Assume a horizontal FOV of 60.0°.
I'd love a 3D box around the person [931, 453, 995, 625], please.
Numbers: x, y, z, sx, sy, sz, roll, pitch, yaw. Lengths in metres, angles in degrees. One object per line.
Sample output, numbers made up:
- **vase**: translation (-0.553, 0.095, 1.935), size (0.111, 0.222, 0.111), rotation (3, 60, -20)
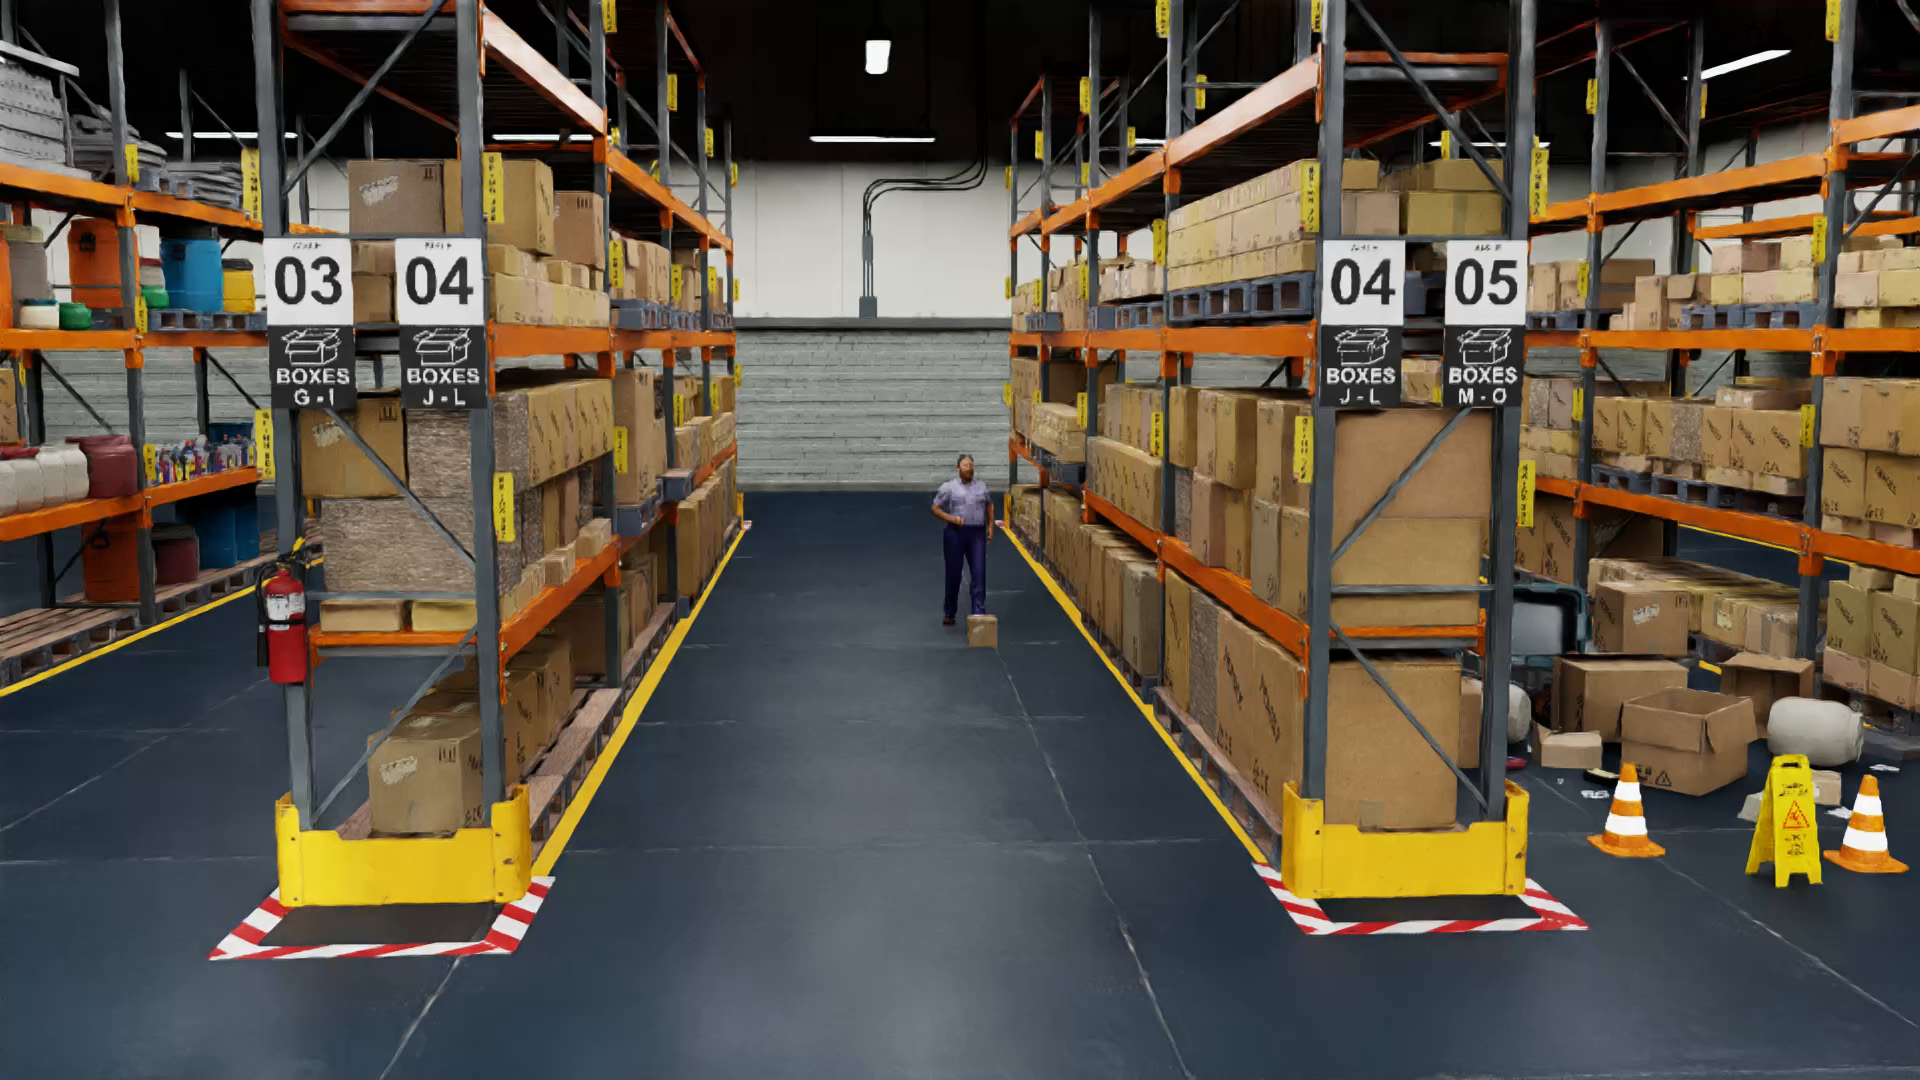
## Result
- **person**: translation (0.077, 0.015, 15.651), size (0.652, 1.639, 0.728), rotation (-2, 7, -14)
